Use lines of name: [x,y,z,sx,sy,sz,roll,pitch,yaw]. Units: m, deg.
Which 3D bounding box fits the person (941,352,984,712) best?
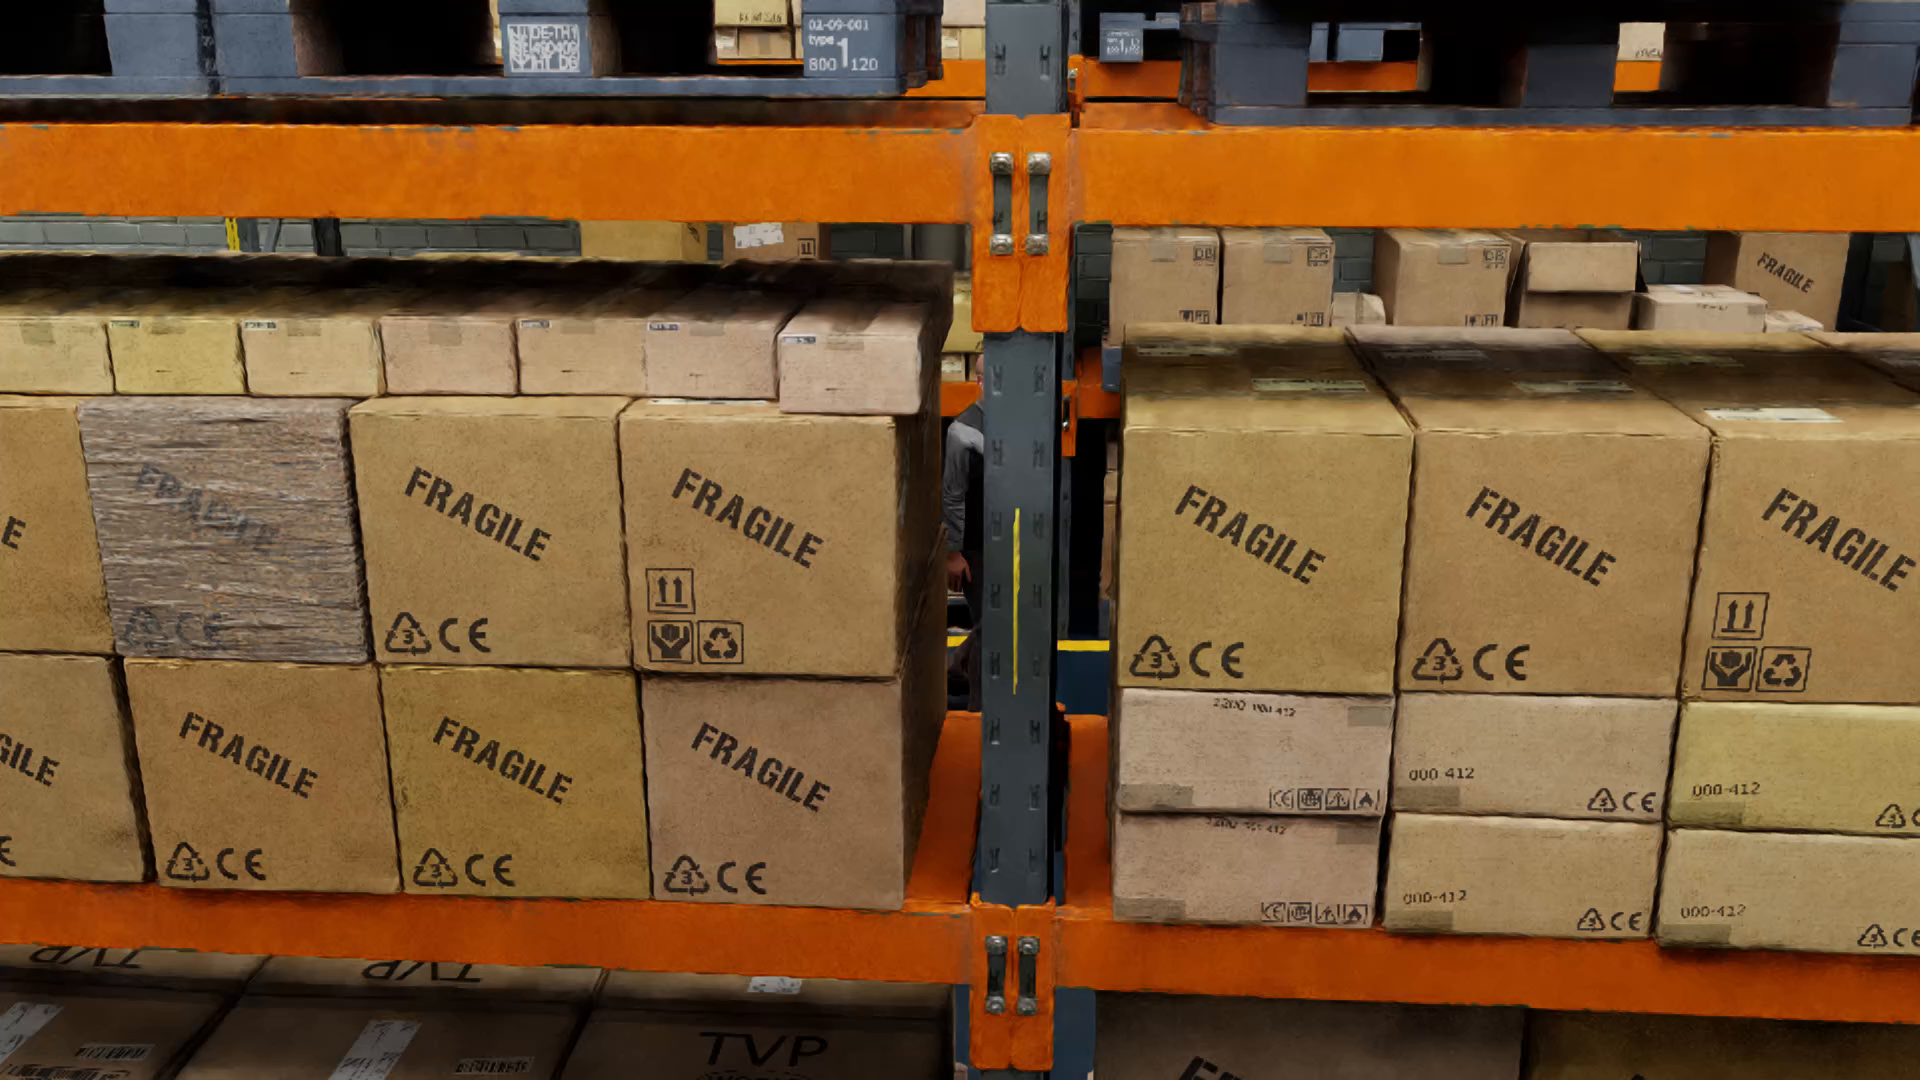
person: [0.082,0.005,7.077,0.543,1.712,0.569,12,21,35]
